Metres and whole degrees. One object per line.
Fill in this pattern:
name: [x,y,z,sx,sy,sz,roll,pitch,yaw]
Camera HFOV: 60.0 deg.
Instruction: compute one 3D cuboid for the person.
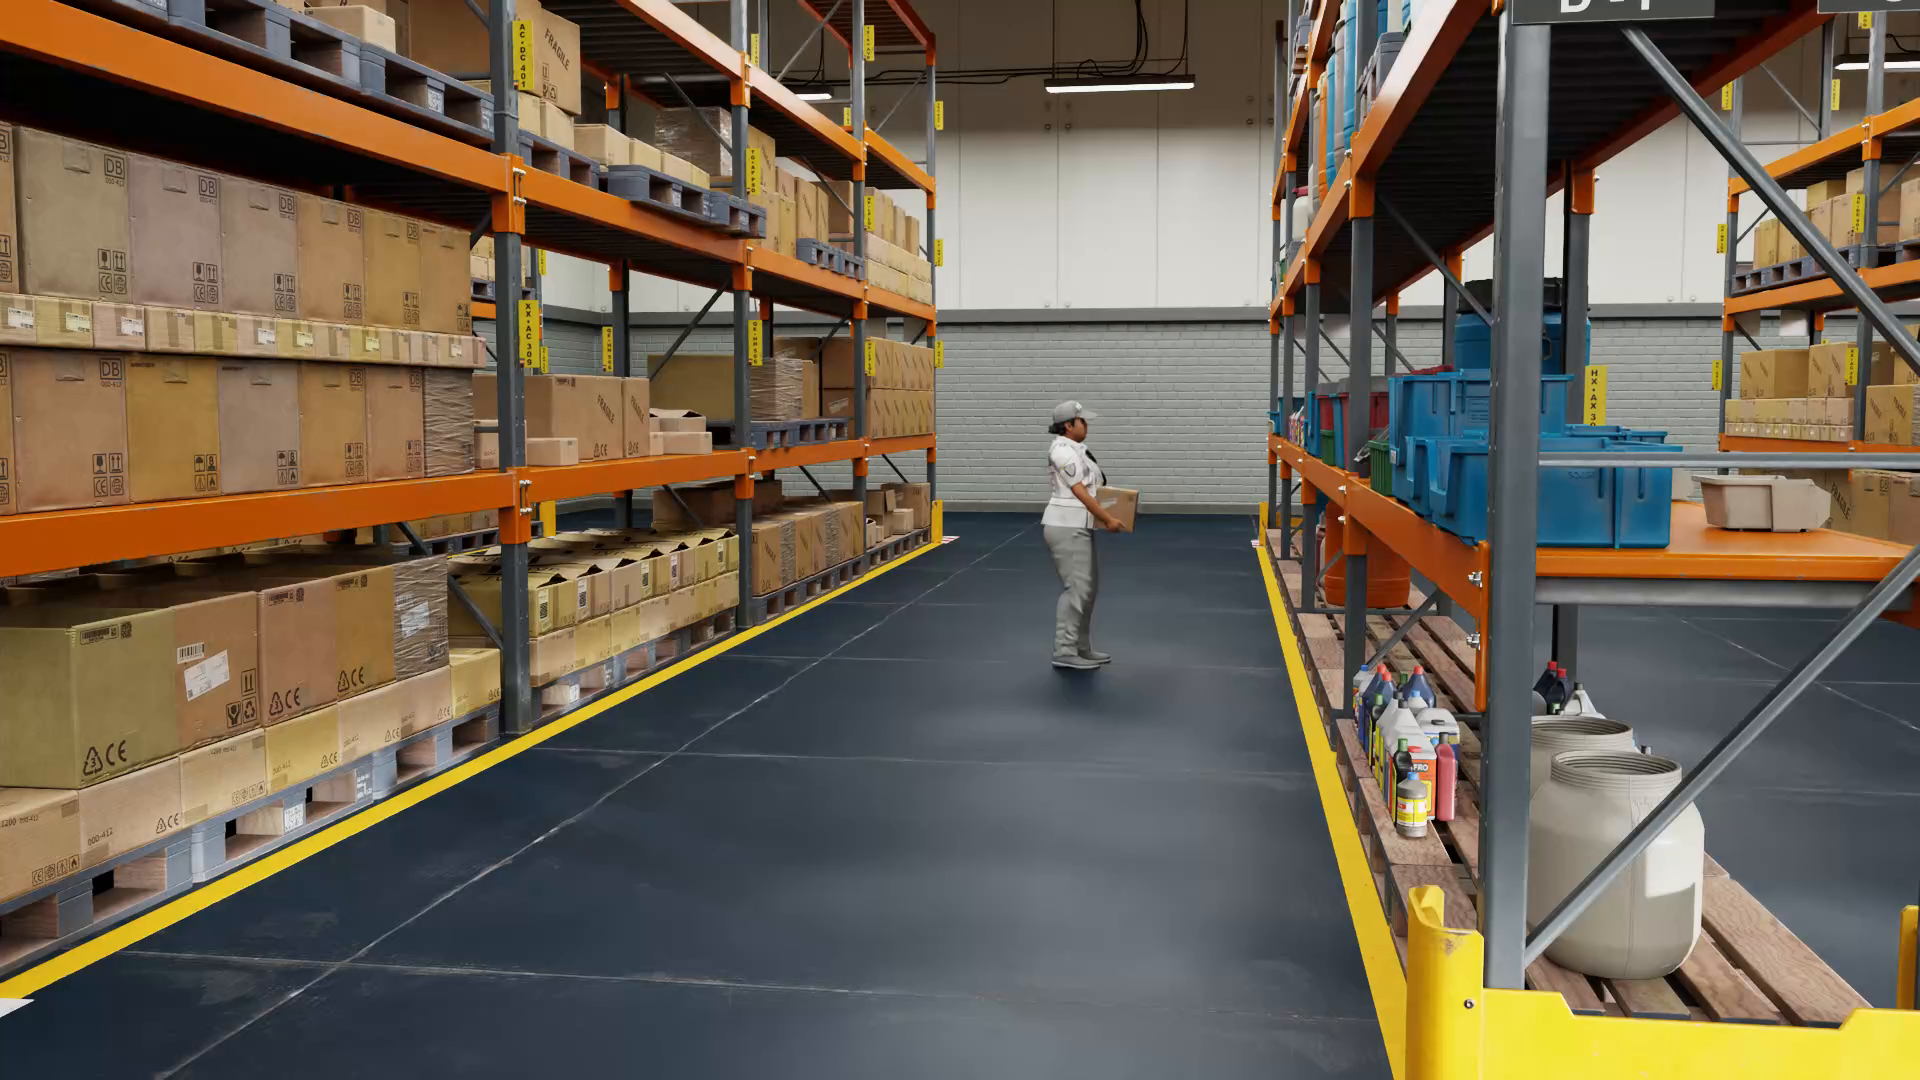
person: [0.781,-0.038,10.425,0.537,1.662,0.453,1,5,9]
